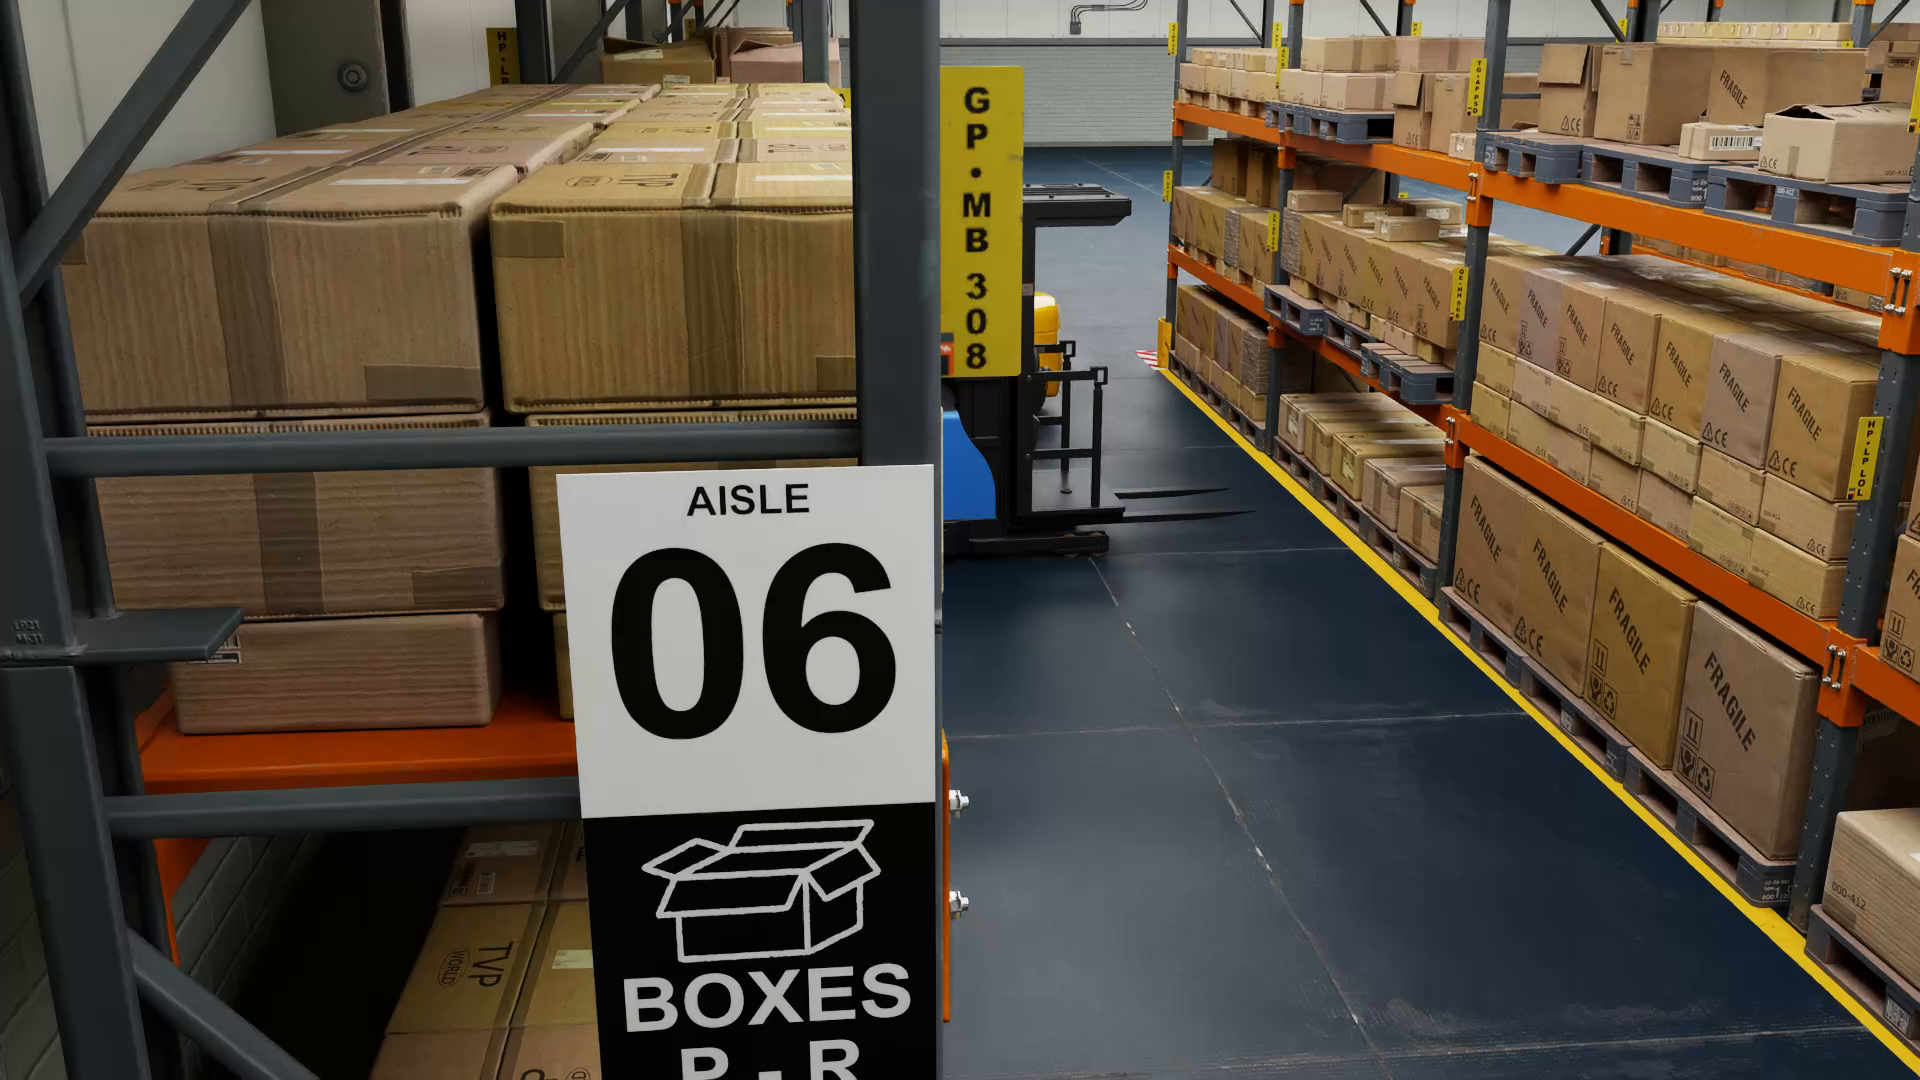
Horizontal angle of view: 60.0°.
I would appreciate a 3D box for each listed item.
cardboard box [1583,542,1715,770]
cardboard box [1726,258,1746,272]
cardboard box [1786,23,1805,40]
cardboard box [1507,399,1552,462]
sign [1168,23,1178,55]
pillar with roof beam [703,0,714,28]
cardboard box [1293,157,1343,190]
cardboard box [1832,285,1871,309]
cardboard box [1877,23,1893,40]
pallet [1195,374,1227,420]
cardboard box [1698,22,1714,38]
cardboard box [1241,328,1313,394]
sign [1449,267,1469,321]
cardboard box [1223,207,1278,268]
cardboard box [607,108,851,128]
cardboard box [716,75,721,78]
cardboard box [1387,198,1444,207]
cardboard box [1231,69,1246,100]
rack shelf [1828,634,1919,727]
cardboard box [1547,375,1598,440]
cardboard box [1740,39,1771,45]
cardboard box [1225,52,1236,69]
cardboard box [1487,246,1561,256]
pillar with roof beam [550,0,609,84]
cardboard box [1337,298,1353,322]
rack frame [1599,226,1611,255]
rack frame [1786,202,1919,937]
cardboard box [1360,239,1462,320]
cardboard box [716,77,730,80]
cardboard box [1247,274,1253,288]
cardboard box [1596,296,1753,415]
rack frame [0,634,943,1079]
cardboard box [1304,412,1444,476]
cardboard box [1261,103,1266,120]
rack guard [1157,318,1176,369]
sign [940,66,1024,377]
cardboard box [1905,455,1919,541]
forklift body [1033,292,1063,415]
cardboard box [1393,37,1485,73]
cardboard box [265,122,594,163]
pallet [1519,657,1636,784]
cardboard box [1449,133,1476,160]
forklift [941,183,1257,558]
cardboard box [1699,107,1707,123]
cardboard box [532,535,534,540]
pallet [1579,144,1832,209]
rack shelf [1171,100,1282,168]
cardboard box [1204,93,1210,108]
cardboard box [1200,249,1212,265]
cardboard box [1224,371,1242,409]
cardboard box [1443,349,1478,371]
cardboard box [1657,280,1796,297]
[{"bbox_3d":[3.757,0.547,8.273,0.875,0.875,0.875,-1,17,-4],"label":"cardboard box"},{"bbox_3d":[8.021,-2.890,16.126,0.875,0.550,0.550,-2,18,-6],"label":"cardboard box"},{"bbox_3d":[7.683,-4.571,14.940,0.380,0.149,0.250,-2,18,-6],"label":"cardboard box"},{"bbox_3d":[3.459,-0.629,9.424,0.500,0.250,0.500,-2,18,-7],"label":"cardboard box"},{"bbox_3d":[2.224,-5.222,17.335,0.100,0.325,0.005,-2,18,-6],"label":"sign"},{"bbox_3d":[0.046,-9.571,27.640,9.100,9.000,0.400,-2,18,-6],"label":"pillar with roof beam"},{"bbox_3d":[3.315,-3.156,14.889,0.700,0.500,0.500,-2,18,-5],"label":"cardboard box"},{"bbox_3d":[7.876,-2.264,14.215,0.500,0.500,0.500,-2,17,-5],"label":"cardboard box"},{"bbox_3d":[8.362,-4.516,14.768,0.380,0.149,0.250,-2,18,-6],"label":"cardboard box"},{"bbox_3d":[2.942,-1.431,16.384,1.003,0.211,1.213,-2,18,-6],"label":"pallet"},{"bbox_3d":[7.524,-5.025,16.388,0.380,0.149,0.250,-2,18,-6],"label":"cardboard box"},{"bbox_3d":[2.848,-1.613,14.944,0.500,0.500,0.500,-2,18,-6],"label":"cardboard box"},{"bbox_3d":[3.050,-1.502,10.152,0.100,0.325,0.005,-2,18,-6],"label":"sign"},{"bbox_3d":[2.765,-2.821,15.490,0.500,0.500,0.500,-1,17,-4],"label":"cardboard box"},{"bbox_3d":[-0.481,-0.802,3.635,0.500,0.250,0.500,-1,17,-4],"label":"cardboard box"},{"bbox_3d":[-1.678,-2.668,10.042,0.500,0.250,0.500,-2,18,-6],"label":"cardboard box"},{"bbox_3d":[3.532,-2.563,12.884,0.380,0.149,0.250,-2,18,-7],"label":"cardboard box"},{"bbox_3d":[2.771,-4.126,15.058,0.500,0.250,0.500,-2,18,-7],"label":"cardboard box"},{"bbox_3d":[4.207,1.124,4.790,1.077,0.370,4.000,-2,18,-6],"label":"rack shelf"},{"bbox_3d":[3.486,-0.712,8.854,0.500,0.250,0.500,-2,18,-6],"label":"cardboard box"},{"bbox_3d":[7.681,-4.570,15.603,0.500,0.250,0.500,-2,18,-6],"label":"cardboard box"},{"bbox_3d":[2.671,-4.437,15.383,0.380,0.149,0.250,-2,17,-5],"label":"cardboard box"},{"bbox_3d":[3.711,-1.693,11.198,0.500,0.500,0.500,-1,17,-3],"label":"cardboard box"},{"bbox_3d":[1.903,-4.208,10.558,9.100,9.000,0.400,-2,18,-6],"label":"pillar with roof beam"},{"bbox_3d":[3.025,-1.715,12.352,0.380,0.149,0.250,-1,17,-4],"label":"cardboard box"},{"bbox_3d":[7.677,-3.573,18.551,1.000,3.000,0.127,-2,18,-6],"label":"rack frame"},{"bbox_3d":[4.001,0.185,6.580,1.000,3.000,0.127,-2,18,-6],"label":"rack frame"},{"bbox_3d":[3.148,-1.828,11.626,0.500,0.500,0.500,-3,18,-9],"label":"cardboard box"},{"bbox_3d":[-1.097,-2.369,8.796,0.380,0.149,0.250,-2,18,-8],"label":"cardboard box"},{"bbox_3d":[2.846,-2.394,15.214,0.380,0.149,0.250,-2,18,-6],"label":"cardboard box"},{"bbox_3d":[3.543,-0.925,8.278,0.500,0.500,0.500,-1,17,-5],"label":"cardboard box"},{"bbox_3d":[-0.523,1.531,2.292,1.000,3.000,0.127,-2,18,-6],"label":"rack frame"},{"bbox_3d":[3.310,-0.775,13.324,0.950,0.372,0.625,-1,17,-2],"label":"cardboard box"},{"bbox_3d":[2.851,-3.748,14.519,0.380,0.149,0.250,-2,18,-5],"label":"cardboard box"},{"bbox_3d":[2.771,-2.175,18.271,1.175,0.500,0.348,-2,18,-6],"label":"rack guard"},{"bbox_3d":[0.016,-0.334,1.766,0.100,0.325,0.005,-2,18,-6],"label":"sign"},{"bbox_3d":[3.809,-0.191,5.940,0.500,0.500,0.500,-2,18,-5],"label":"cardboard box"},{"bbox_3d":[-0.163,-2.322,15.983,2.313,2.155,1.214,-2,18,-6],"label":"forklift body"},{"bbox_3d":[3.490,-3.525,12.104,0.500,0.250,0.500,-1,17,-5],"label":"cardboard box"},{"bbox_3d":[-0.963,-0.641,3.122,0.500,0.250,0.500,-2,18,-5],"label":"cardboard box"},{"bbox_3d":[3.717,0.923,8.883,1.003,0.211,1.213,-2,18,-6],"label":"pallet"},{"bbox_3d":[3.313,-2.479,10.478,0.380,0.149,0.250,-2,18,-6],"label":"cardboard box"},{"bbox_3d":[0.615,-1.428,11.832,3.031,2.935,1.130,-3,18,-9],"label":"forklift"},{"bbox_3d":[4.079,-2.175,8.612,0.396,0.266,0.258,-2,18,-7],"label":"cardboard box"},{"bbox_3d":[-0.856,-0.102,2.904,0.380,0.149,0.250,-2,18,-7],"label":"cardboard box"},{"bbox_3d":[3.826,-1.825,8.289,1.003,0.211,1.213,-1,17,-3],"label":"pallet"},{"bbox_3d":[2.970,-3.882,15.729,1.077,0.370,4.000,-2,18,-6],"label":"rack shelf"},{"bbox_3d":[2.634,-4.364,16.482,0.380,0.149,0.250,-2,18,-6],"label":"cardboard box"},{"bbox_3d":[2.620,-2.853,16.678,0.380,0.149,0.250,-1,17,-4],"label":"cardboard box"},{"bbox_3d":[2.783,-1.413,15.560,0.500,0.250,0.500,-2,18,-7],"label":"cardboard box"},{"bbox_3d":[3.321,-1.178,10.639,0.380,0.149,0.250,-1,17,-4],"label":"cardboard box"},{"bbox_3d":[4.008,-1.085,8.789,0.500,0.500,0.500,-2,18,-6],"label":"cardboard box"}]
